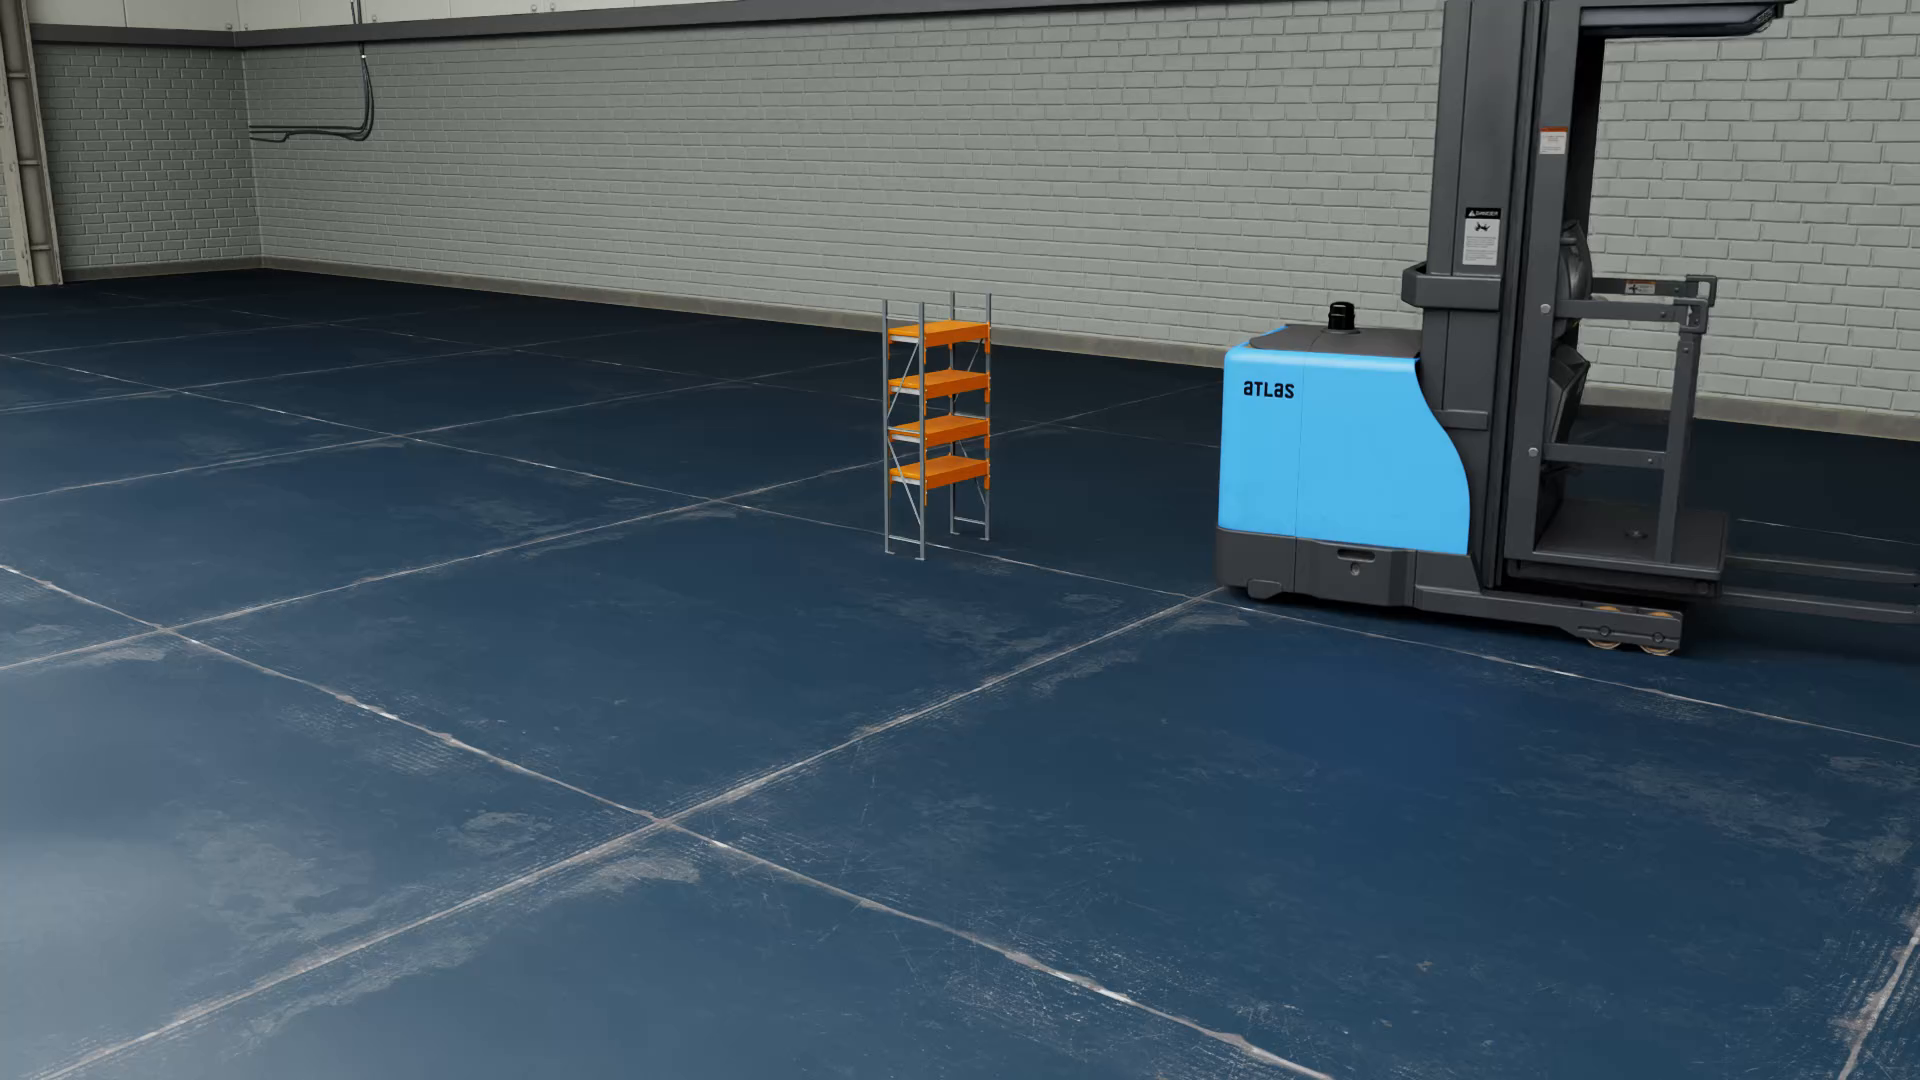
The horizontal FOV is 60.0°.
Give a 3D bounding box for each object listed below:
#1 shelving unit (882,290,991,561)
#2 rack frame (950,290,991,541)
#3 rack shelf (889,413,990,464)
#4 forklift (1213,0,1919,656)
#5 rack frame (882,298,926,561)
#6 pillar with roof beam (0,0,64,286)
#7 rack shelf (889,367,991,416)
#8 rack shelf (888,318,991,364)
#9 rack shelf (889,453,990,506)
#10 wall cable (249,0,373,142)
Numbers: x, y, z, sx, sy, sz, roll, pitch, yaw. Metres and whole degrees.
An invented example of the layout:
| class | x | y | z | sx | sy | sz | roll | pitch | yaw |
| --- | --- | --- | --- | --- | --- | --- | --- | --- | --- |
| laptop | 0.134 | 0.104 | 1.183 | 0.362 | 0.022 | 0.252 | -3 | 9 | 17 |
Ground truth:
| class | x | y | z | sx | sy | sz | roll | pitch | yaw |
| --- | --- | --- | --- | --- | --- | --- | --- | --- | --- |
| shelving unit | -0.104 | -0.550 | 7.850 | 0.258 | 1.200 | 0.503 | 11 | 18 | 38 |
| rack frame | 0.049 | -0.597 | 8.034 | 0.240 | 1.200 | 0.015 | 11 | 18 | 38 |
| rack shelf | -0.104 | -0.485 | 7.867 | 0.258 | 0.148 | 0.480 | 11 | 18 | 38 |
| forklift | 2.647 | -1.126 | 6.601 | 3.031 | 2.935 | 1.130 | 7 | 16 | 24 |
| rack frame | -0.257 | -0.503 | 7.666 | 0.240 | 1.200 | 0.015 | 11 | 18 | 38 |
| pillar with roof beam | -8.002 | -6.853 | 16.824 | 9.100 | 9.000 | 0.400 | 11 | 18 | 38 |
| rack shelf | -0.104 | -0.701 | 7.812 | 0.258 | 0.148 | 0.480 | 11 | 18 | 38 |
| rack shelf | -0.104 | -0.931 | 7.754 | 0.258 | 0.148 | 0.480 | 11 | 18 | 38 |
| rack shelf | -0.104 | -0.292 | 7.916 | 0.258 | 0.148 | 0.480 | 11 | 18 | 38 |
| wall cable | -8.471 | -6.374 | 21.244 | 3.097 | 2.526 | 0.112 | 11 | 18 | 38 |
